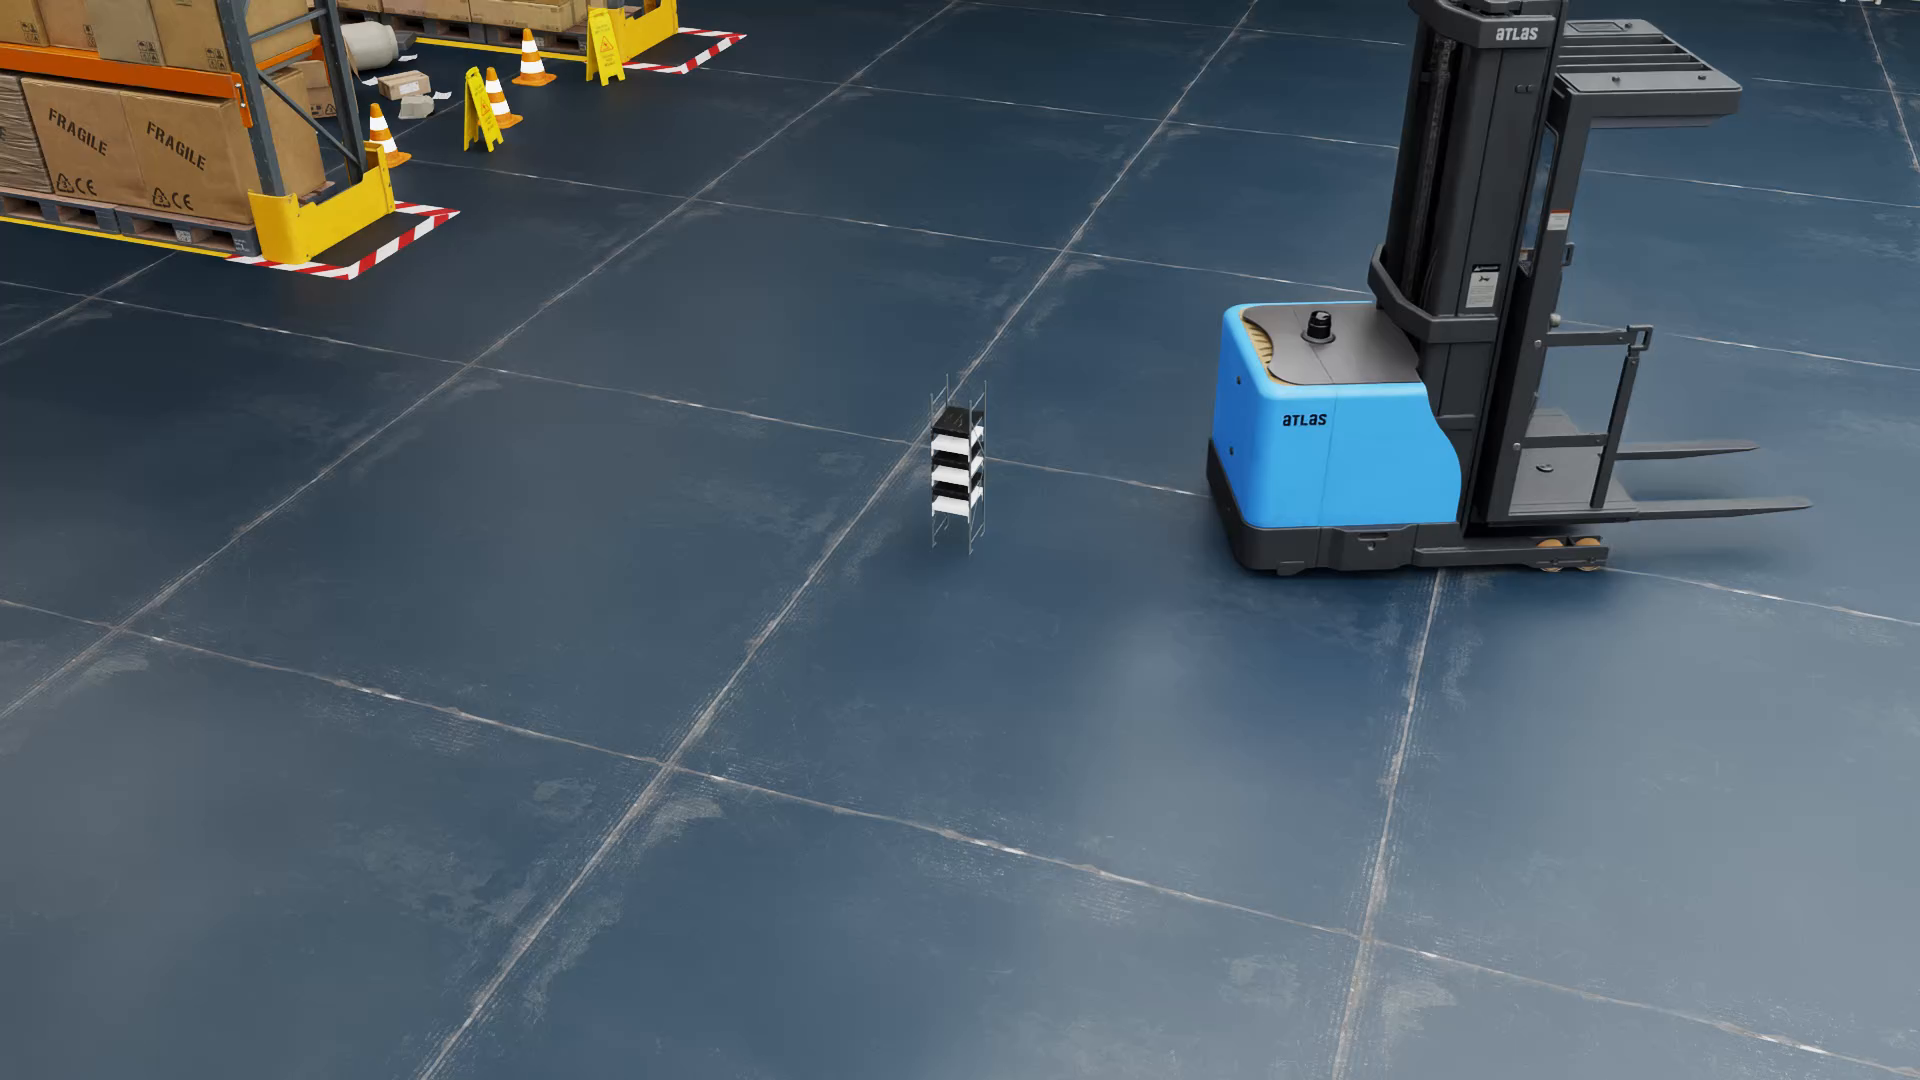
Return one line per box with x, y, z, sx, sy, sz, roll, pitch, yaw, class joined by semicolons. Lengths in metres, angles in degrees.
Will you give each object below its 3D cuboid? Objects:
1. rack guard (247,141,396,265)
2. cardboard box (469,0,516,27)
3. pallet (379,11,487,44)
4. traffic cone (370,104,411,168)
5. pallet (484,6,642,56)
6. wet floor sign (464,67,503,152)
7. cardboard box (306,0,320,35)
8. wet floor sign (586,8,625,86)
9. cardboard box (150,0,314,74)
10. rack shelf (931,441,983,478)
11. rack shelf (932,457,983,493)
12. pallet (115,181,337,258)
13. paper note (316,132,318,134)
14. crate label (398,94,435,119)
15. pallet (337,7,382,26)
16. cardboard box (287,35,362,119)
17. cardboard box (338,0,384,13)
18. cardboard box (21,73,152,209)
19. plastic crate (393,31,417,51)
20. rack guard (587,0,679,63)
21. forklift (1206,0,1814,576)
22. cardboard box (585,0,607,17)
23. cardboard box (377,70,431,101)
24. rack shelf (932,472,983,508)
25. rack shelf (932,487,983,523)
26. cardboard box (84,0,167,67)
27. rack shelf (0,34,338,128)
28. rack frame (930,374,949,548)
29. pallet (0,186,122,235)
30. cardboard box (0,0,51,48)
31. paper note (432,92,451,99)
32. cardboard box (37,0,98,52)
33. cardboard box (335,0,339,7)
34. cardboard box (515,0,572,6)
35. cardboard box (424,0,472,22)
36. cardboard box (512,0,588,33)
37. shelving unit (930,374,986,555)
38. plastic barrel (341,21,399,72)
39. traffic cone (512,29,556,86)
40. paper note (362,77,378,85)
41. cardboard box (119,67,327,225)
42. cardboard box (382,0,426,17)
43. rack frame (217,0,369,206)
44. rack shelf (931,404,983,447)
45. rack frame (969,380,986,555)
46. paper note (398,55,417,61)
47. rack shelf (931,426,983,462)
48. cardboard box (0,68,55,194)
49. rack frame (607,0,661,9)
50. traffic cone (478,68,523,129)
-4.631;-2.475;12.123;0.348;0.500;1.175;11;34;16;rack guard
-4.416;-5.207;16.196;0.500;0.250;0.500;11;34;17;cardboard box
-5.048;-5.309;16.778;1.213;0.211;1.003;11;34;16;pallet
-4.675;-3.286;13.413;0.334;0.463;0.336;11;34;16;traffic cone
-3.903;-5.085;16.431;1.213;0.211;1.003;11;34;16;pallet
-3.959;-3.546;13.648;0.232;0.644;0.267;5;33;8;wet floor sign
-6.295;-4.868;15.826;0.500;0.500;0.500;-18;37;-25;cardboard box
-3.261;-4.506;15.134;0.232;0.644;0.267;24;40;32;wet floor sign
-5.018;-3.638;11.480;0.550;0.550;0.875;11;34;16;cardboard box
-0.008;-0.427;8.477;0.200;0.077;0.258;11;34;16;rack shelf
-0.008;-0.352;8.526;0.200;0.077;0.258;11;34;16;rack shelf
-5.433;-2.465;12.373;1.213;0.211;1.003;11;34;16;pallet
-5.518;-3.428;14.033;0.142;0.017;0.144;24;40;32;paper note
-4.734;-3.776;14.473;0.298;0.136;0.250;-6;33;-9;crate label
-6.200;-5.532;17.123;1.213;0.211;1.003;11;34;16;pallet
-5.587;-4.056;14.568;0.637;0.503;0.797;-11;35;-17;cardboard box
-5.874;-5.491;16.638;0.500;0.250;0.500;13;35;19;cardboard box
-6.144;-3.064;12.302;0.875;0.875;0.875;10;34;16;cardboard box
-5.643;-4.875;16.227;0.583;0.080;0.402;0;33;0;plastic crate
-3.151;-5.040;16.095;0.348;0.500;1.175;11;34;16;rack guard
2.897;-1.353;8.143;3.031;2.935;1.130;-2;33;-3;forklift
-3.745;-5.386;16.474;0.500;0.250;0.500;11;34;16;cardboard box
-4.994;-4.086;14.942;0.380;0.149;0.250;-25;40;-33;cardboard box
-0.008;-0.276;8.575;0.200;0.077;0.258;11;34;16;rack shelf
-0.008;-0.200;8.624;0.200;0.077;0.258;11;34;16;rack shelf
-5.544;-3.727;11.619;0.550;0.550;0.875;11;34;16;cardboard box
-6.537;-3.594;12.214;4.000;0.370;1.077;11;34;16;rack shelf
-0.103;-0.398;8.537;0.006;0.900;0.240;11;34;16;rack frame
-6.578;-2.689;12.720;1.213;0.211;1.003;11;34;16;pallet
-6.541;-3.970;11.995;0.500;0.550;0.875;11;34;16;cardboard box
-4.640;-3.985;14.894;0.142;0.019;0.148;0;33;0;paper note
-6.028;-3.894;11.877;0.550;0.550;0.875;11;34;16;cardboard box
-6.380;-5.583;16.780;0.500;0.250;0.500;9;34;14;cardboard box
-3.921;-5.426;15.844;0.500;0.500;0.500;11;35;17;cardboard box
-4.910;-5.299;16.340;0.500;0.250;0.500;10;34;15;cardboard box
-3.953;-5.112;16.050;0.500;0.250;0.500;11;34;16;cardboard box
-0.008;-0.380;8.508;0.210;0.900;0.258;11;34;16;shelving unit
-5.534;-4.598;15.482;0.512;0.421;0.421;-18;37;-25;plastic barrel
-3.919;-4.430;15.185;0.334;0.463;0.336;11;34;16;traffic cone
-5.389;-4.212;15.257;0.142;0.019;0.148;24;40;32;paper note
-5.315;-2.904;12.054;0.875;0.875;0.875;11;35;17;cardboard box
-5.374;-5.396;16.489;0.500;0.250;0.500;11;34;16;cardboard box
-4.654;-3.530;11.452;0.127;3.000;1.000;11;34;16;rack frame
-0.008;-0.578;8.380;0.200;0.077;0.258;11;34;16;rack shelf
0.088;-0.361;8.479;0.006;0.900;0.240;11;34;16;rack frame
-5.260;-4.599;15.845;0.148;0.019;0.142;0;33;0;paper note
-0.008;-0.503;8.429;0.200;0.077;0.258;11;34;16;rack shelf
-7.001;-3.232;12.562;0.875;0.875;0.875;11;35;17;cardboard box
-3.079;-6.076;15.395;0.127;3.000;1.000;11;34;16;rack frame
-3.973;-3.801;14.211;0.334;0.463;0.336;11;34;16;traffic cone
